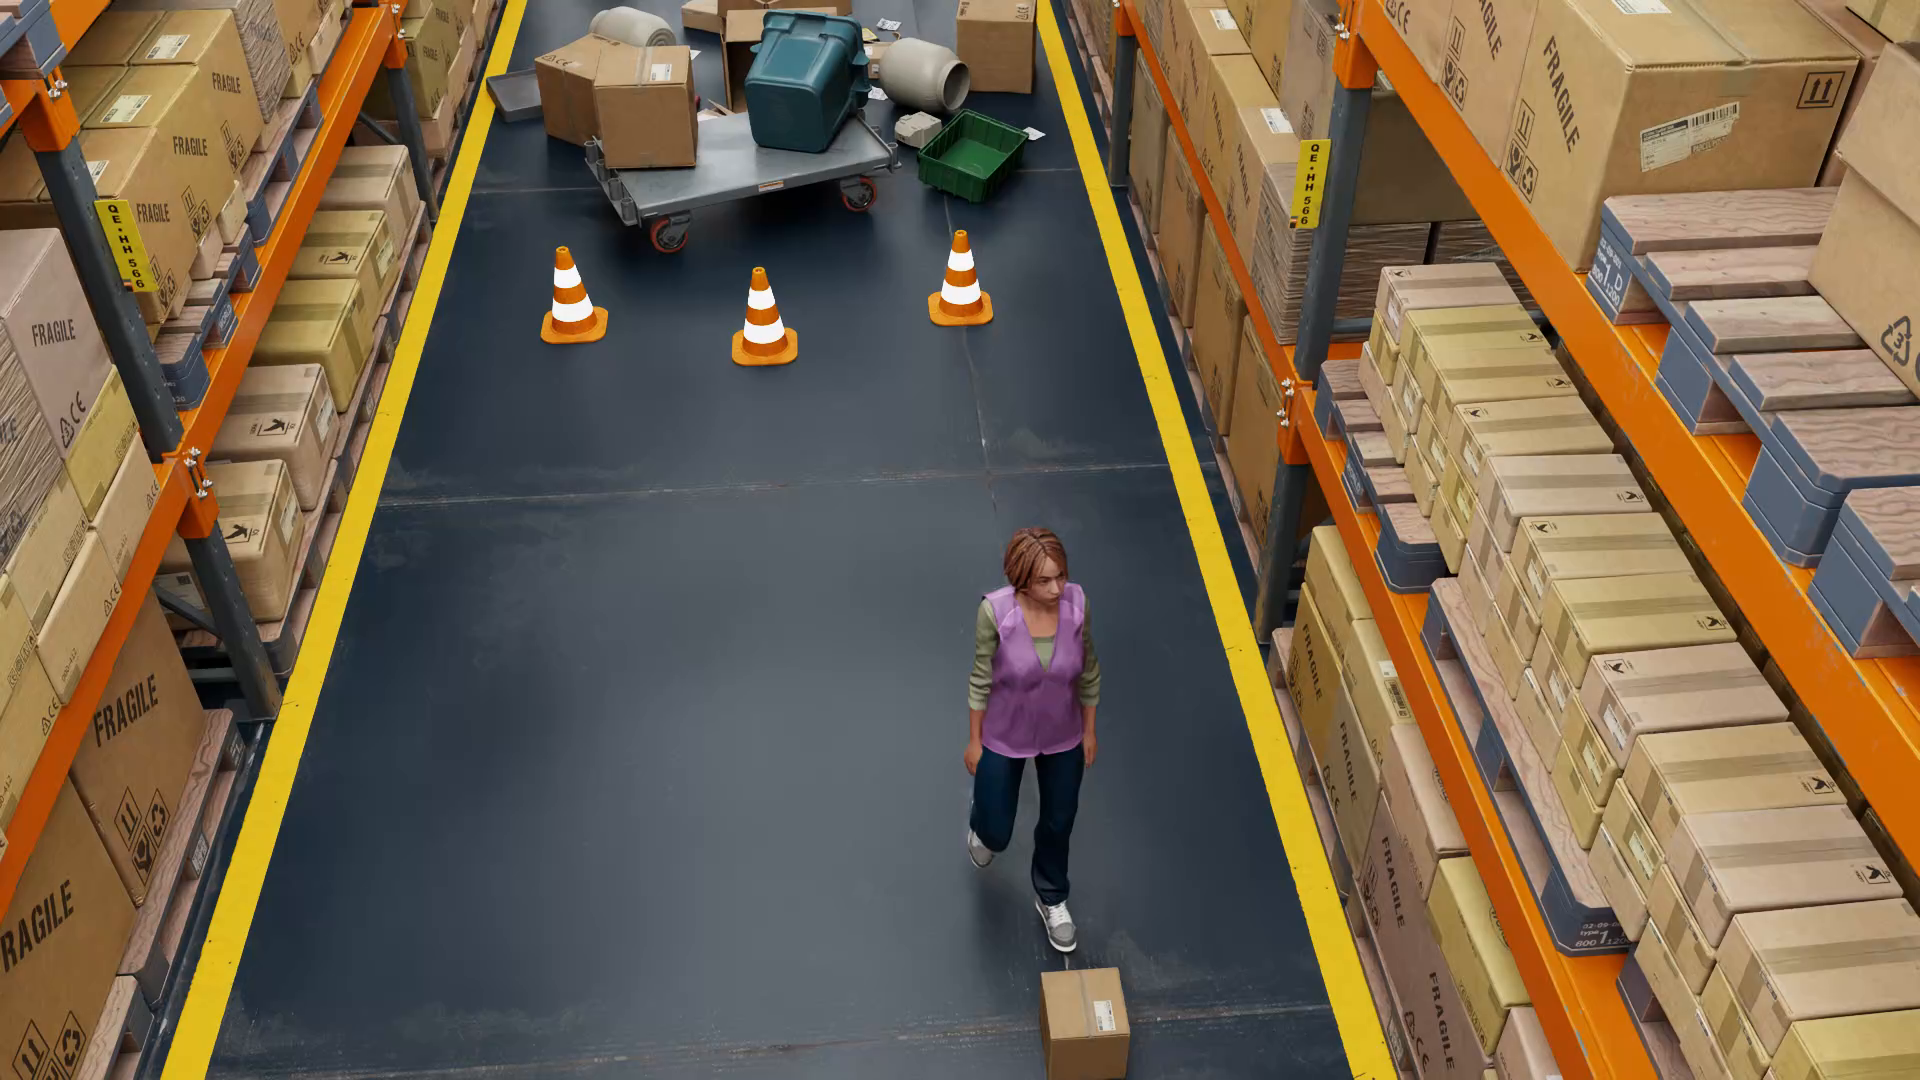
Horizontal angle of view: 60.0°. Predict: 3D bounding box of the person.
[{"bbox_3d":[0.237,0.639,5.354,0.451,1.593,0.569,-8,40,-10],"label":"person"}]
